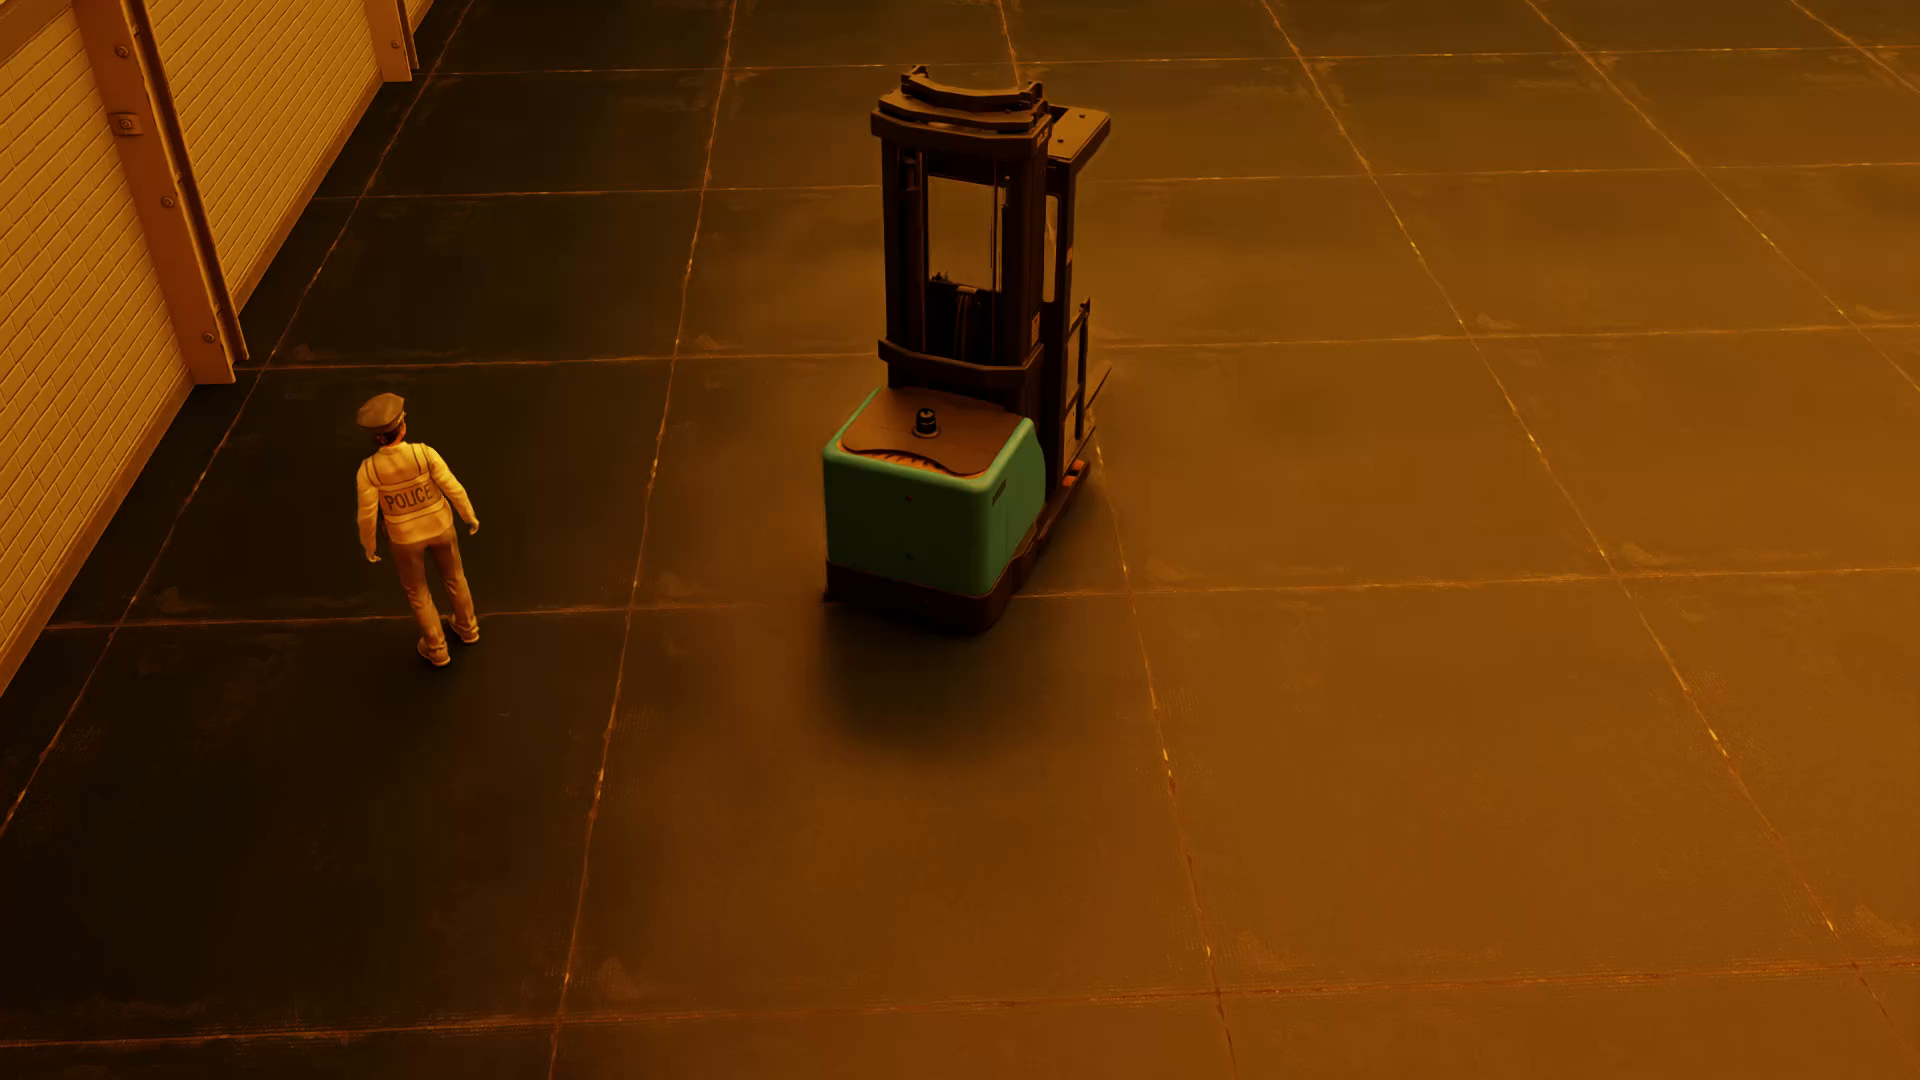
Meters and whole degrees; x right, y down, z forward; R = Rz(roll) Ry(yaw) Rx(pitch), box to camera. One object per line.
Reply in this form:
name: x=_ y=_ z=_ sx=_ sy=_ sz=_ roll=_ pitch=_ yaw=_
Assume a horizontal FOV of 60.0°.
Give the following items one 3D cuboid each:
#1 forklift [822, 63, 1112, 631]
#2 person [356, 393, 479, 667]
forklift: x=0.215 y=-1.524 z=10.103 sx=1.130 sy=2.935 sz=3.031 roll=13 pitch=38 yaw=17
person: x=-2.988 y=-0.063 z=9.171 sx=0.630 sy=1.670 sz=0.412 roll=-18 pitch=40 yaw=-23
